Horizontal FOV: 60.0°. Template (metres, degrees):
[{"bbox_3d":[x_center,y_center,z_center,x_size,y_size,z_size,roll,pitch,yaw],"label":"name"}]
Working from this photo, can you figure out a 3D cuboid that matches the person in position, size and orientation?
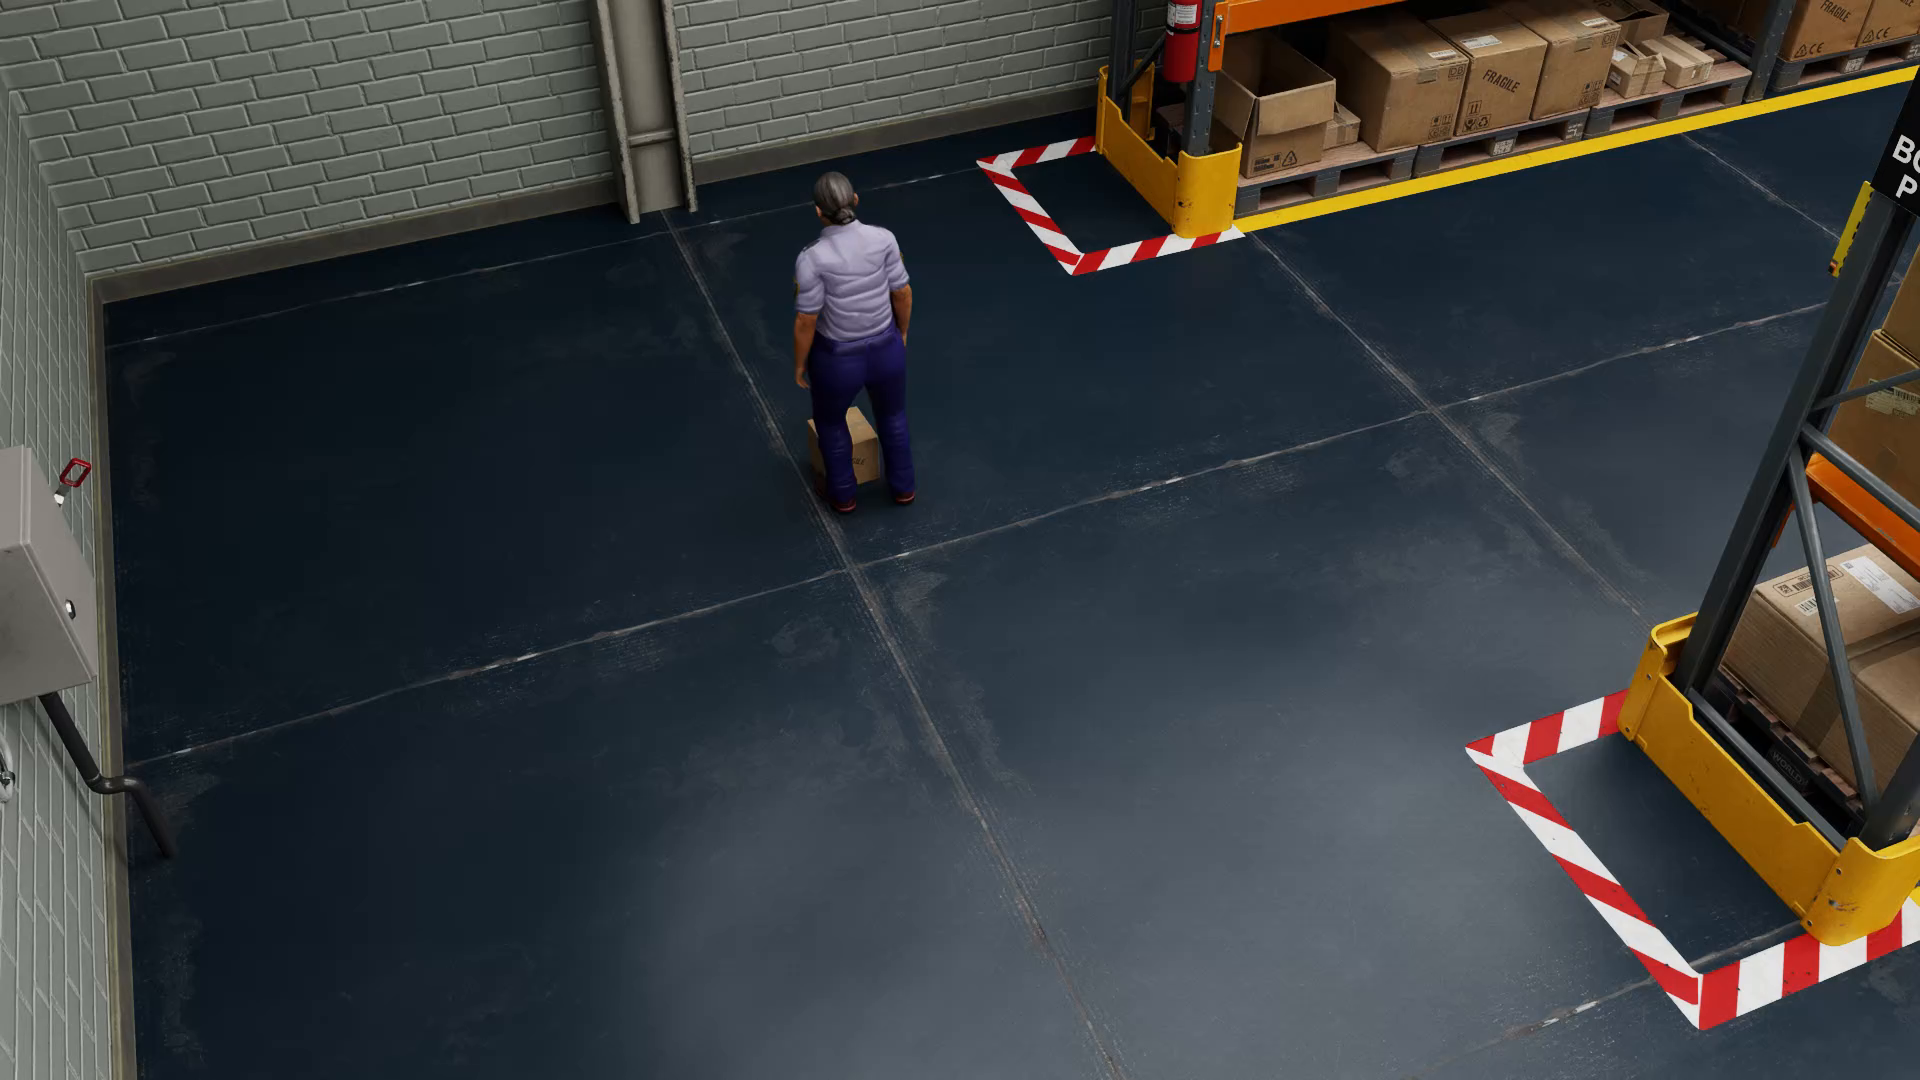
[{"bbox_3d":[-0.450,-0.811,7.066,0.564,1.652,0.422,-18,45,-19],"label":"person"}]
